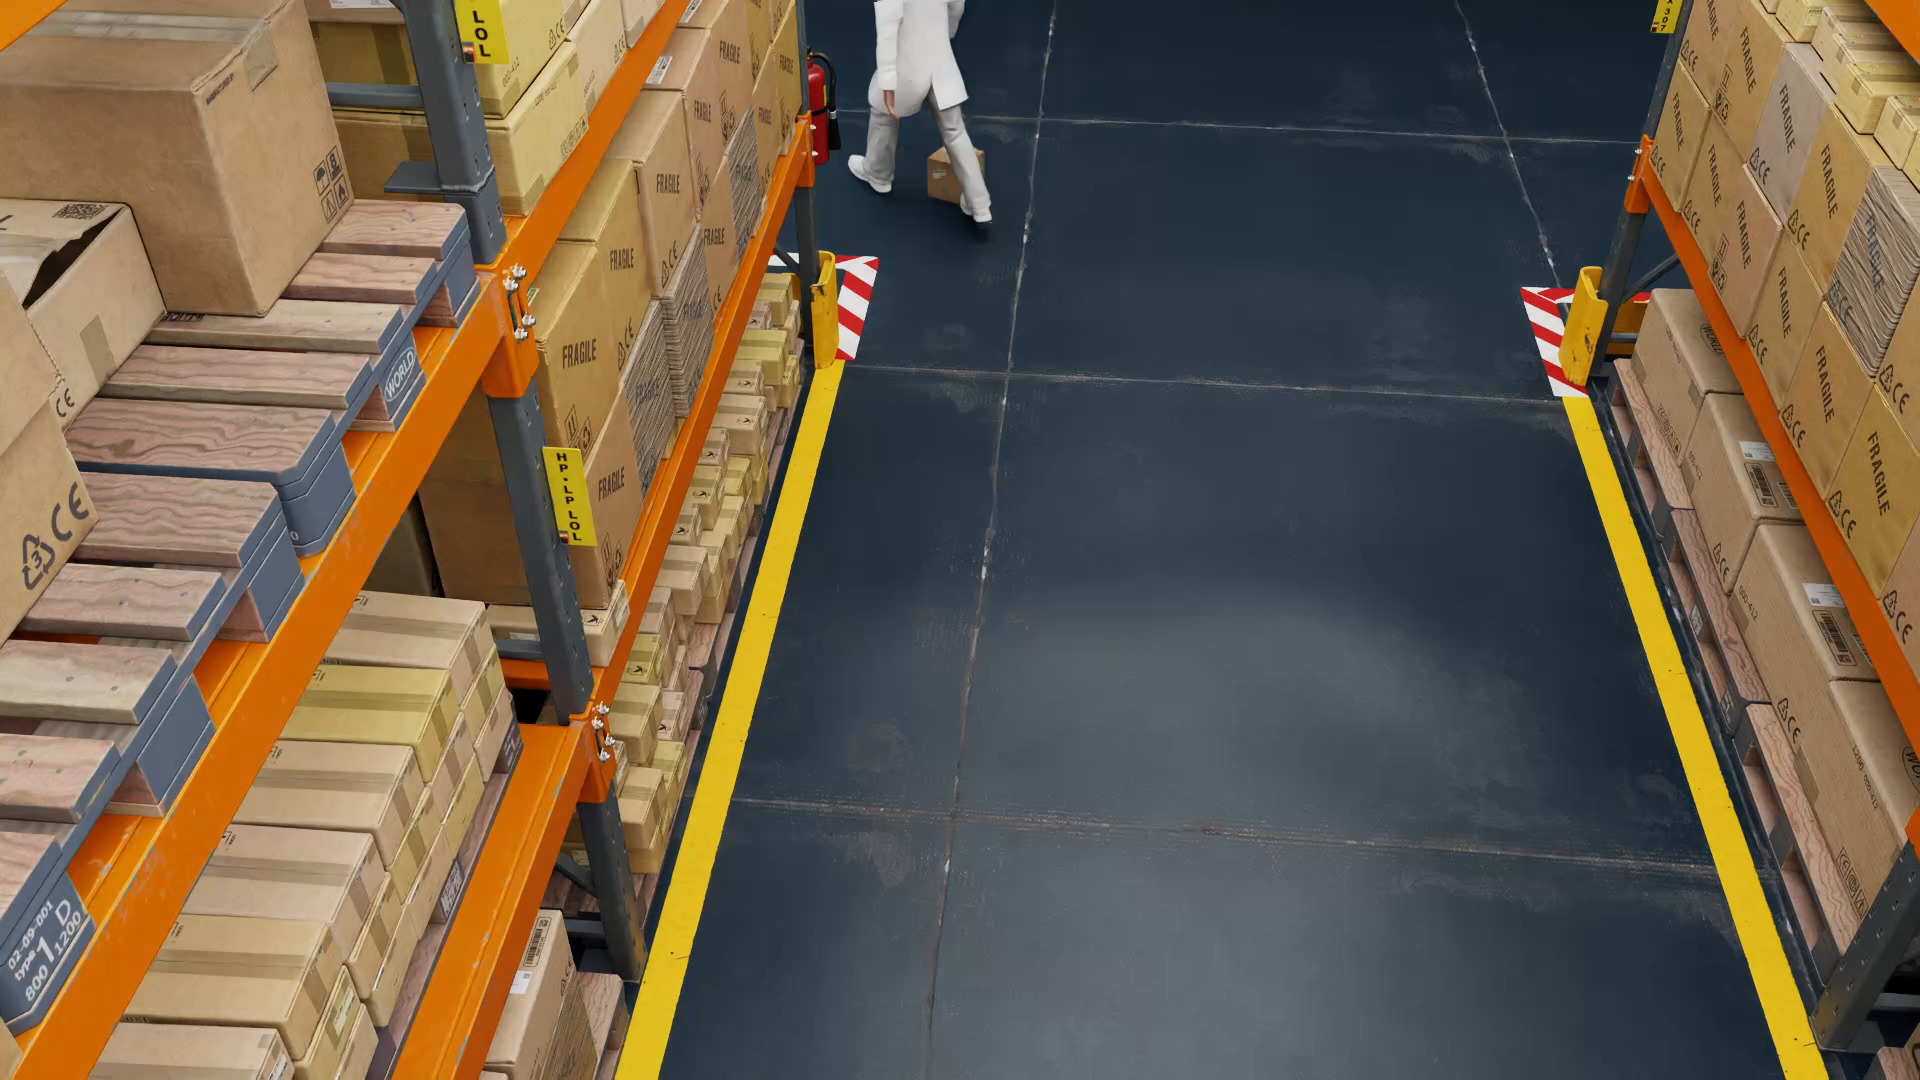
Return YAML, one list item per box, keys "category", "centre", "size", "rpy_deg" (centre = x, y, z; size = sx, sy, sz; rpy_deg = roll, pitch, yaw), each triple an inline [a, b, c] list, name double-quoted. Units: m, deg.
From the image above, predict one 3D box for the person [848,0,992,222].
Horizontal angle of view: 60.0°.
- category: "person"
  centre: [-0.244, -2.696, 9.431]
  size: [0.696, 1.729, 1.133]
  rpy_deg: [-21, 44, -24]
